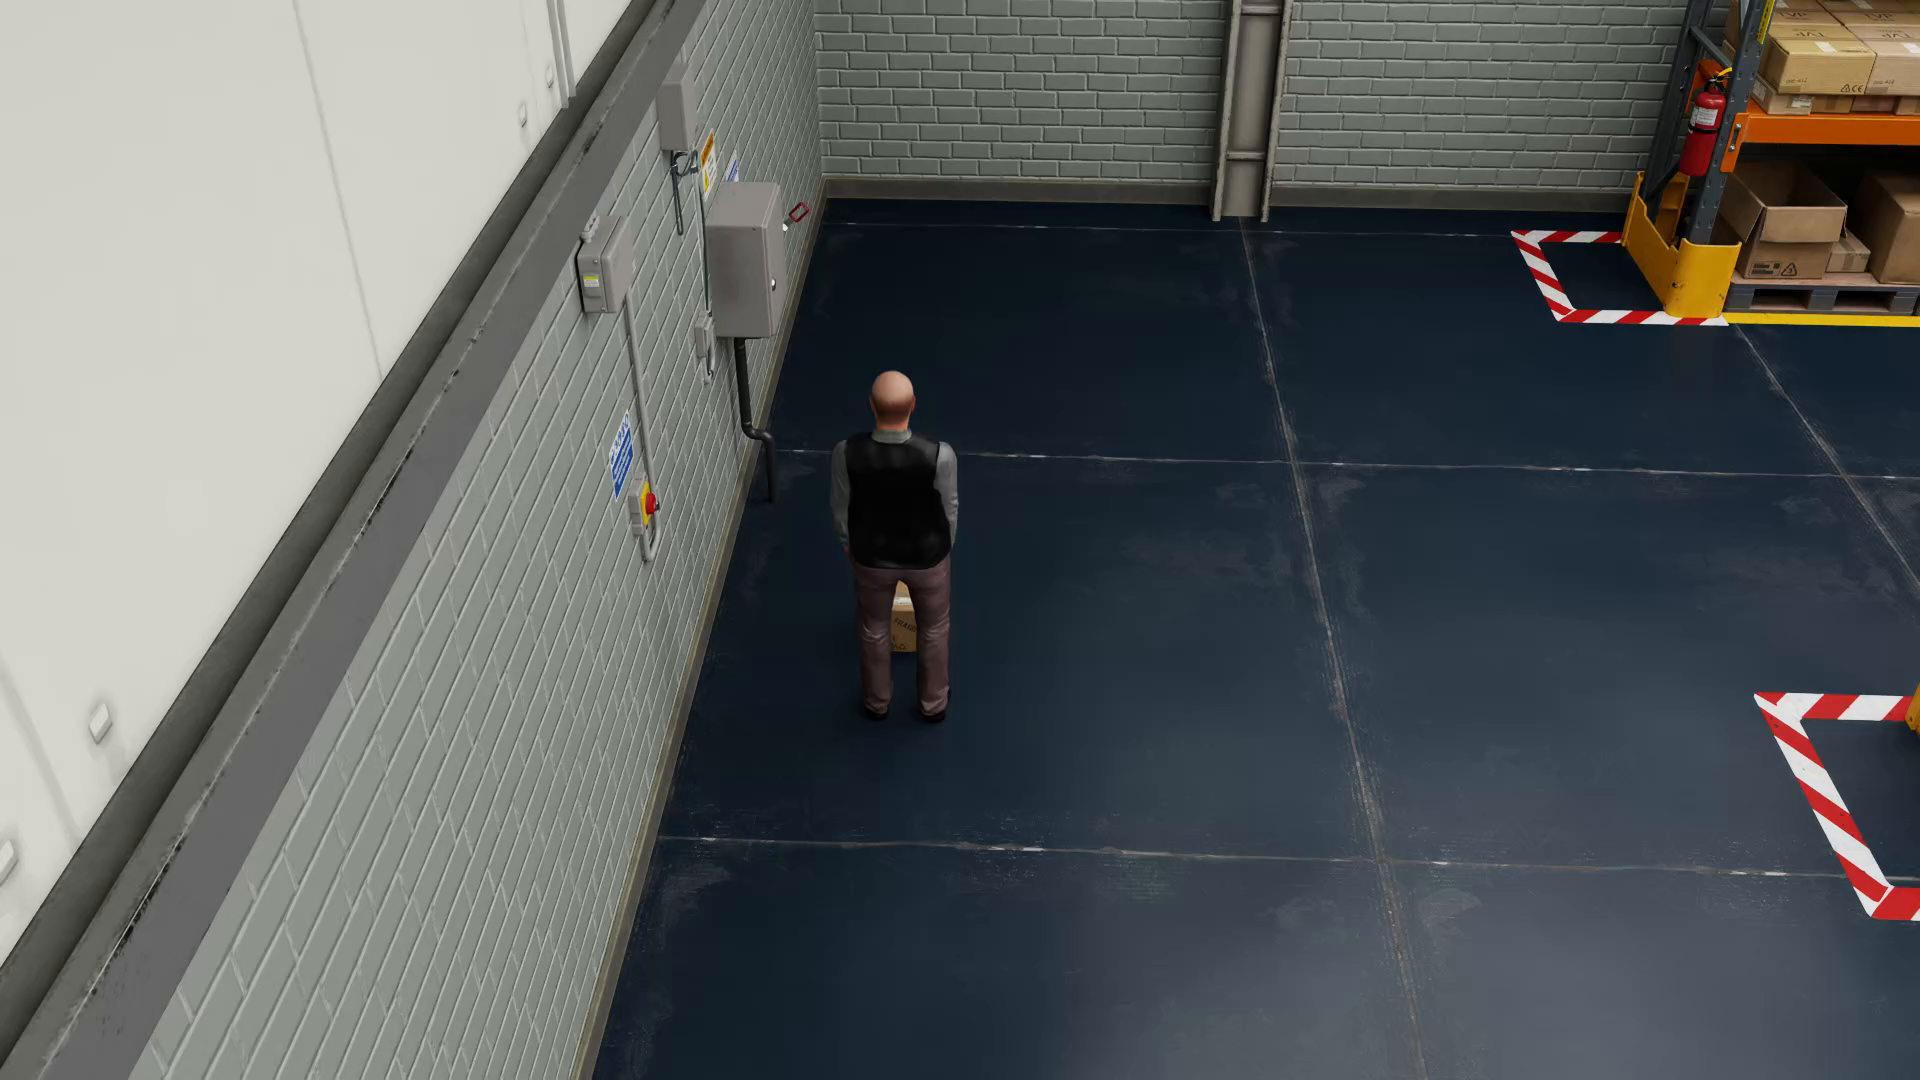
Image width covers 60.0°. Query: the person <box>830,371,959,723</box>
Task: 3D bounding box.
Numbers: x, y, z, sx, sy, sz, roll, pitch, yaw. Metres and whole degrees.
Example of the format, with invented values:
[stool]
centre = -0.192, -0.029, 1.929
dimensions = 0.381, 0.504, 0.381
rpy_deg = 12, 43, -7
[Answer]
[person]
centre = -0.273, 0.057, 7.075
dimensions = 0.538, 1.708, 0.354
rpy_deg = 2, 36, 3
